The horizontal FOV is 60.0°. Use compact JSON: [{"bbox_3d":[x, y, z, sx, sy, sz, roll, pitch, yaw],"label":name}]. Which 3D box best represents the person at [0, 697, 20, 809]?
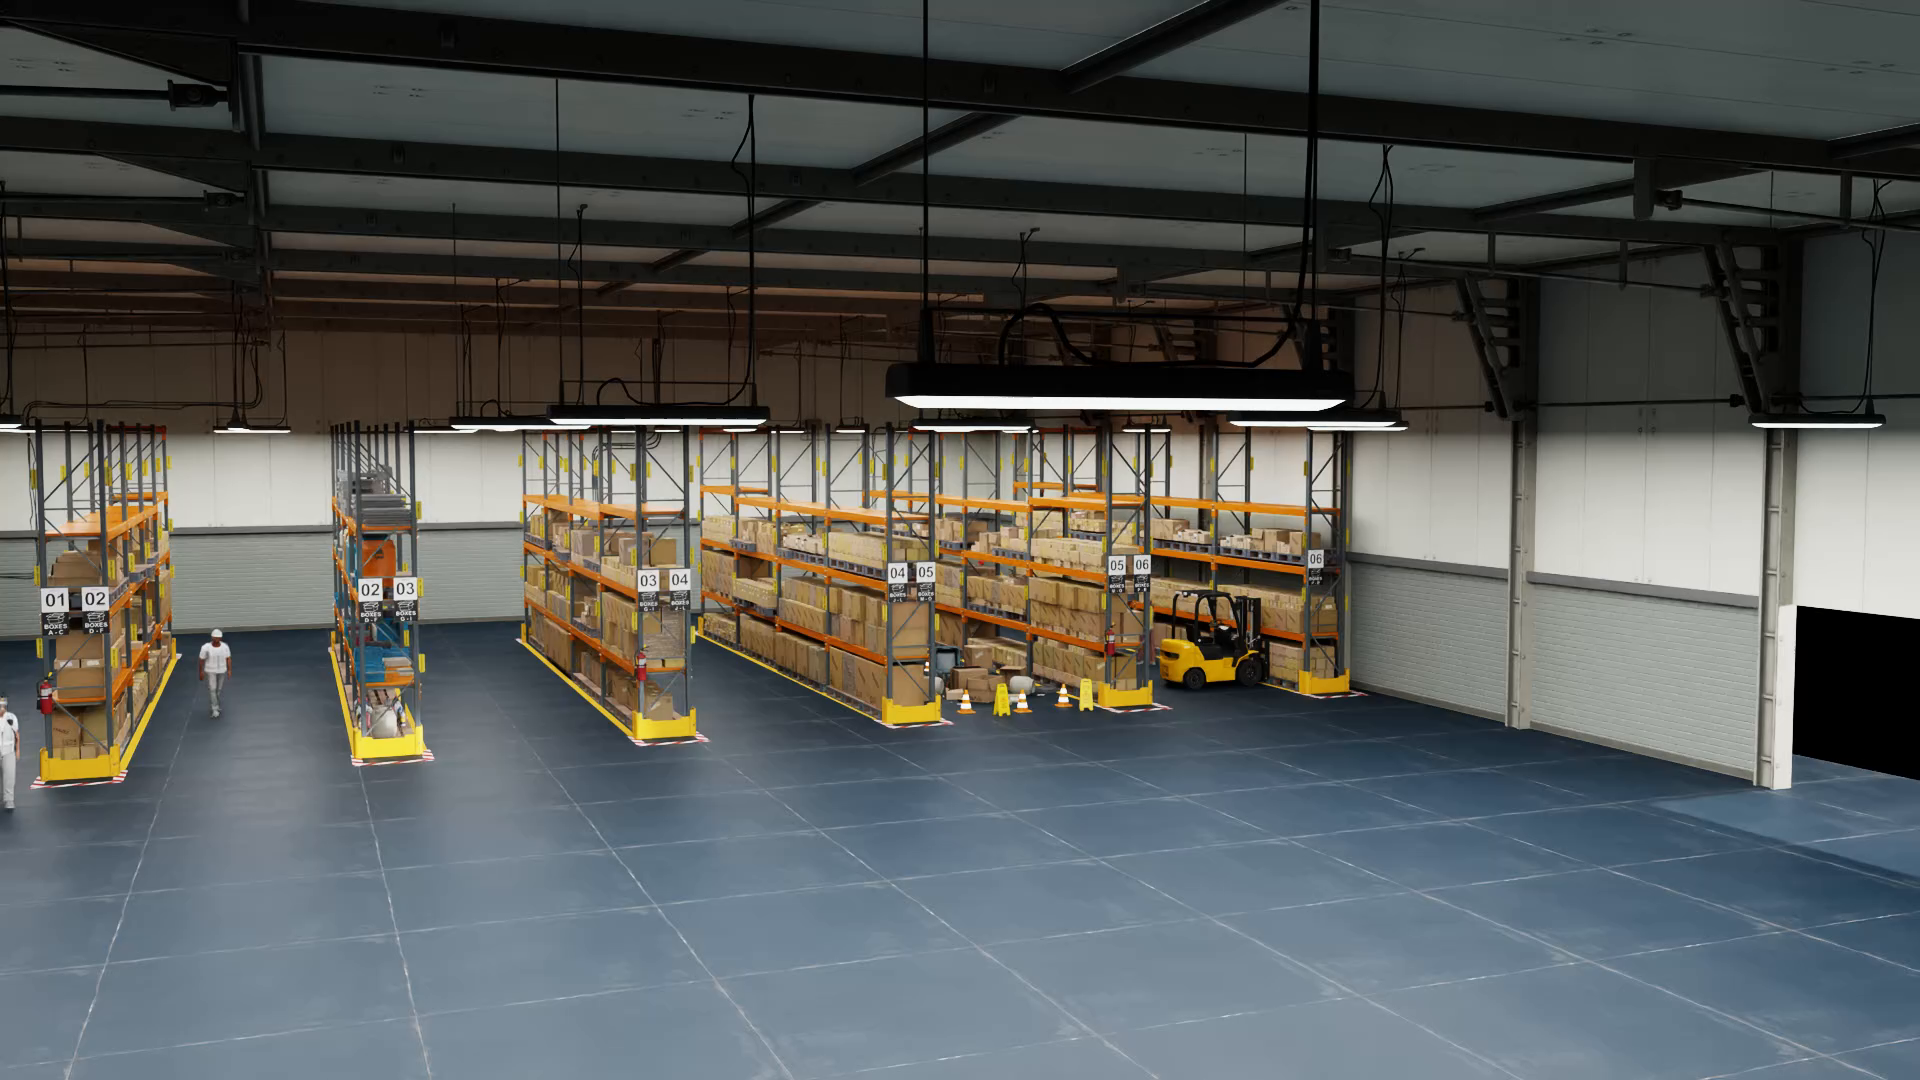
[{"bbox_3d":[-14.739,3.255,25.569,0.546,1.693,1.029,-3,5,-38],"label":"person"}]

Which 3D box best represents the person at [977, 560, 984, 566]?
[{"bbox_3d":[0.681,1.515,53.355,1.034,1.752,0.518,-2,4,-29],"label":"person"}]

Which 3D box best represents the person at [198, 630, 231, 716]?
[{"bbox_3d":[-15.271,2.699,34.158,0.951,1.718,0.597,3,5,42],"label":"person"}]

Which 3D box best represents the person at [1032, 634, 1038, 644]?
[{"bbox_3d":[2.137,2.029,43.709,0.502,1.490,0.704,-2,4,-26],"label":"person"}]

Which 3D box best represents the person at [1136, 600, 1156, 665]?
[{"bbox_3d":[4.715,2.315,41.662,0.459,1.715,0.595,-2,4,-34],"label":"person"}]
